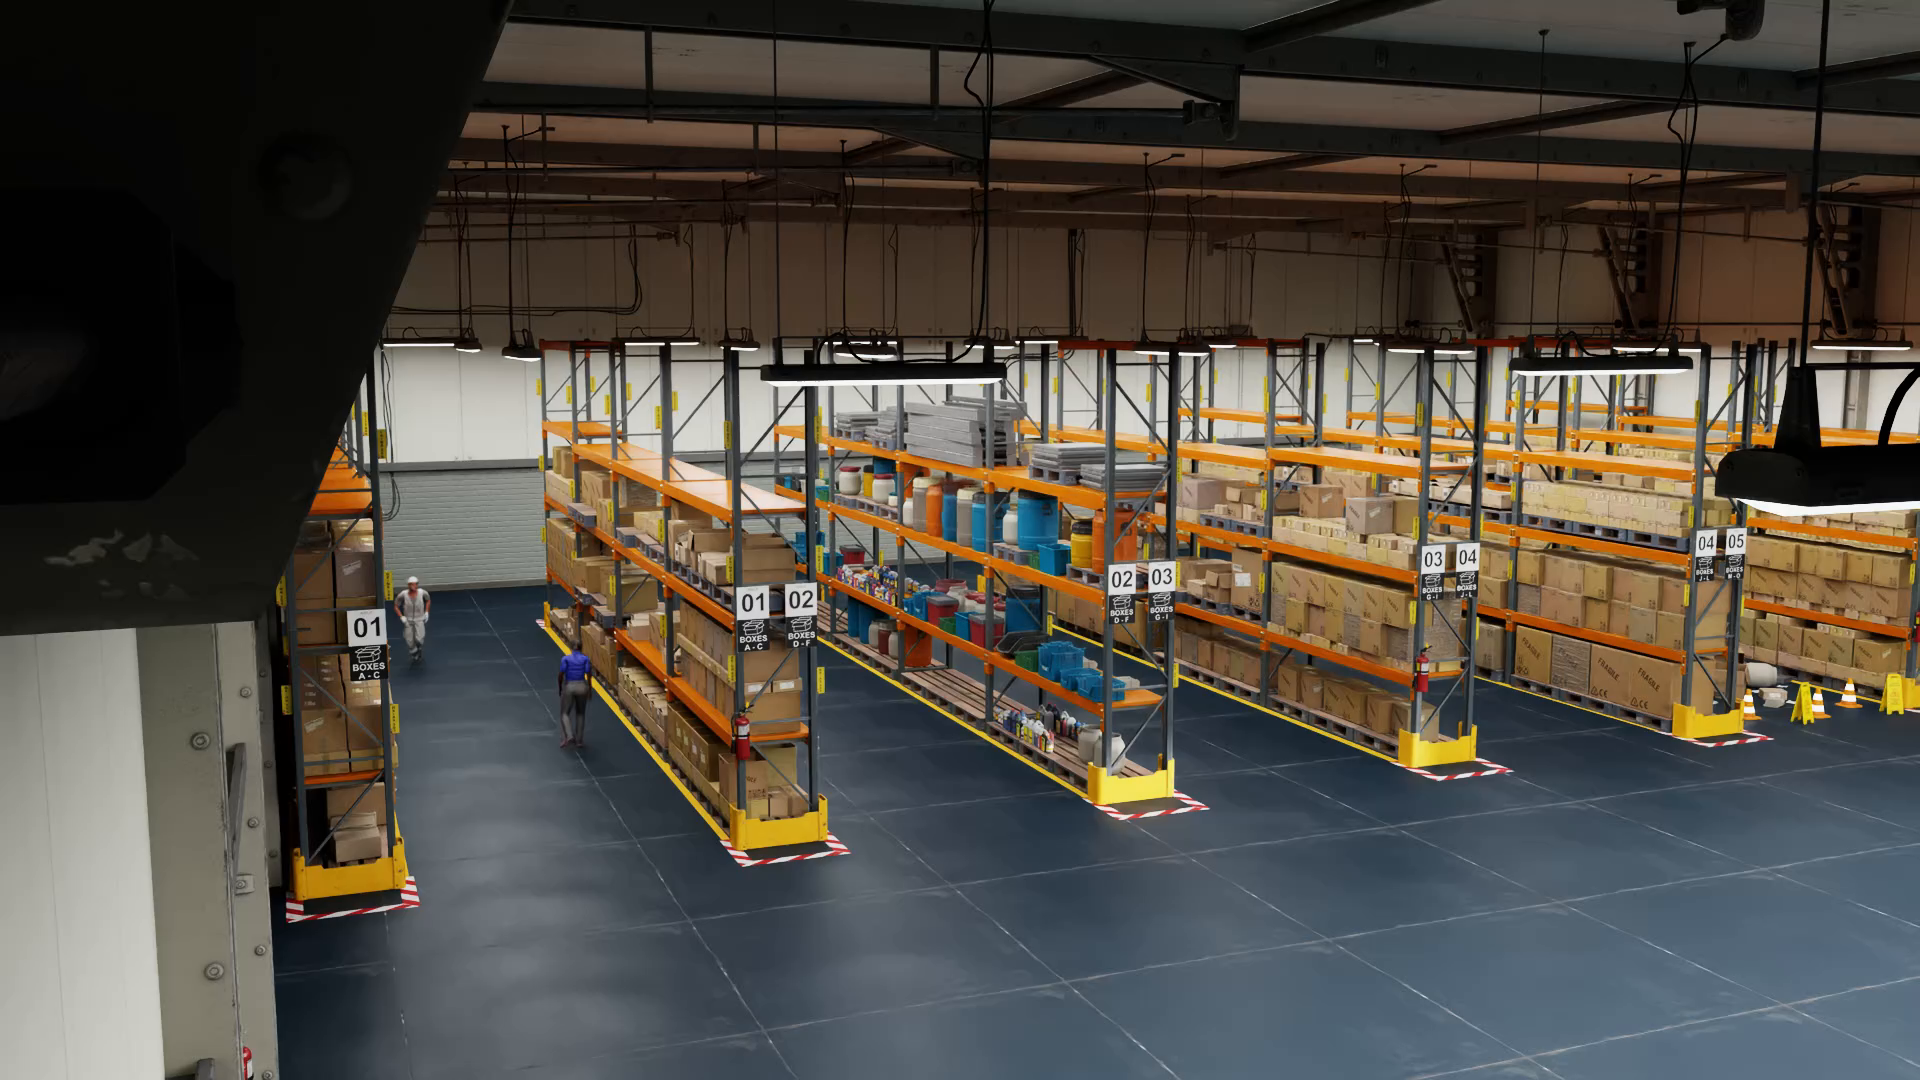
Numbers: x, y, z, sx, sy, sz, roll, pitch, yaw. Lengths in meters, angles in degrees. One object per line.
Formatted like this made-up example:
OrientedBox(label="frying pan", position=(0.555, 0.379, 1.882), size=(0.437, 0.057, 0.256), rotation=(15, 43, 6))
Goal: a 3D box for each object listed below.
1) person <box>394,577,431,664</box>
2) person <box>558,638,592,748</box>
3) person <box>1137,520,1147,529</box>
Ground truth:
OrientedBox(label="person", position=(-10.168, 1.490, 30.898), size=(0.645, 1.685, 0.635), rotation=(-2, 8, -14))
OrientedBox(label="person", position=(-5.751, 2.302, 24.852), size=(0.533, 1.633, 0.644), rotation=(-3, 8, -19))
OrientedBox(label="person", position=(4.526, 0.196, 41.011), size=(0.905, 1.608, 0.476), rotation=(-5, 9, -33))
